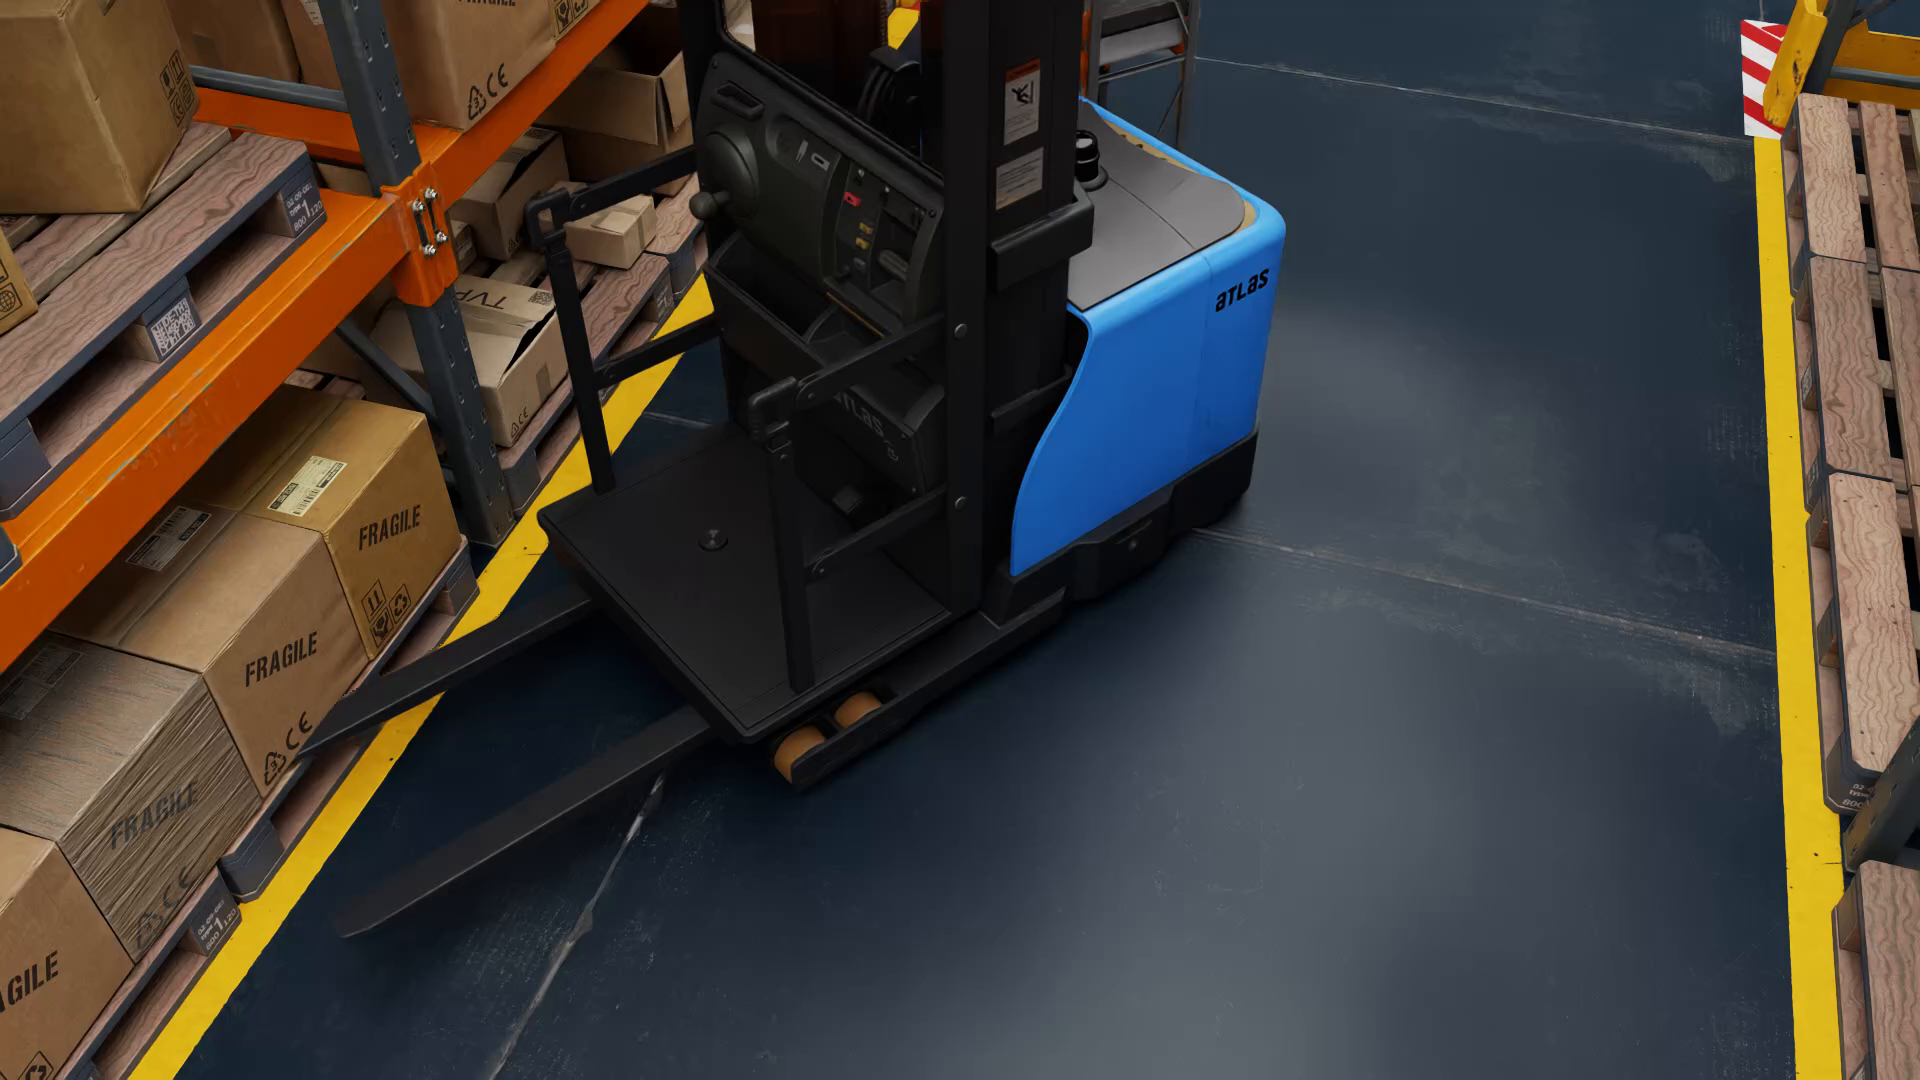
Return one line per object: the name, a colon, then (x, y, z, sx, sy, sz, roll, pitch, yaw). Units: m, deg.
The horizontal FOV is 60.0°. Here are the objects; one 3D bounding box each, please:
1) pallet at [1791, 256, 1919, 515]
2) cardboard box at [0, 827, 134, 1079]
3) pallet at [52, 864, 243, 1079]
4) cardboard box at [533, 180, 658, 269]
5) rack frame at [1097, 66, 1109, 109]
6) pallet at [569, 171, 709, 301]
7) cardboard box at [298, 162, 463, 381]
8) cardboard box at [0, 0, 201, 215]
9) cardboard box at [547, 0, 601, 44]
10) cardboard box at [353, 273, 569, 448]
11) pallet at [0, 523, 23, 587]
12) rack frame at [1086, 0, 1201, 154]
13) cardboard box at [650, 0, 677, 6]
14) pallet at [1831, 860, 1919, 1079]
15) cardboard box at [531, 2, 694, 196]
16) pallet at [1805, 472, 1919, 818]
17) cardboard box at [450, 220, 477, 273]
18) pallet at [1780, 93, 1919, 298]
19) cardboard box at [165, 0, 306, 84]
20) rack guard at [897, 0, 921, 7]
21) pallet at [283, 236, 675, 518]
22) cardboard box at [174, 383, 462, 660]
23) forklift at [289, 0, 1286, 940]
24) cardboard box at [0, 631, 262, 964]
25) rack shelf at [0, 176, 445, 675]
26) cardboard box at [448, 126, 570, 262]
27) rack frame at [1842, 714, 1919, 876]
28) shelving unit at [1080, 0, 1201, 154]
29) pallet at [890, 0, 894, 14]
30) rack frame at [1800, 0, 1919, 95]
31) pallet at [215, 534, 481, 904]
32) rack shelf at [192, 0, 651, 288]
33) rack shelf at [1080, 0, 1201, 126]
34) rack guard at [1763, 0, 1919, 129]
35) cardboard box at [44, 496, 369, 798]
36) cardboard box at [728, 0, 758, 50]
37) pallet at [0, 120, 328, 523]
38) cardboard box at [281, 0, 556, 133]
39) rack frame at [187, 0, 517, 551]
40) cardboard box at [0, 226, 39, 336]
pallet: (3.366, -0.451, 5.560, 1.003, 0.211, 1.213, 13, 46, 13)
cardboard box: (-2.245, 0.942, 3.615, 0.500, 0.500, 0.500, 11, 45, 11)
pallet: (-2.485, 1.178, 3.896, 1.003, 0.211, 1.213, 13, 46, 13)
cardboard box: (-1.322, -1.142, 5.984, 0.380, 0.166, 0.250, 13, 46, 13)
rack frame: (0.343, -1.791, 5.579, 0.400, 2.100, 0.015, -21, 48, -20)
pallet: (-1.331, -1.462, 6.593, 1.003, 0.211, 1.213, 13, 46, 13)
cardboard box: (-2.005, -0.889, 5.486, 0.500, 0.500, 0.500, 13, 46, 13)
cardboard box: (-2.264, -1.102, 3.860, 0.700, 0.500, 0.500, -1, 44, -1)
cardboard box: (-1.341, -1.845, 4.919, 0.500, 0.500, 0.500, 13, 46, 13)
cardboard box: (-1.574, -0.615, 5.342, 0.500, 0.311, 0.500, 13, 46, 13)
pallet: (-2.534, 0.253, 2.984, 1.003, 0.211, 1.213, 13, 46, 13)
rack frame: (0.575, -1.491, 5.273, 0.400, 2.100, 0.015, -21, 48, -20)
cardboard box: (-1.434, -2.057, 6.859, 0.500, 0.250, 0.500, 13, 46, 13)
pallet: (2.539, 1.369, 3.700, 1.003, 0.211, 1.213, 13, 46, 13)
cardboard box: (-1.343, -1.703, 6.316, 0.797, 0.503, 0.637, 13, 46, 13)
pallet: (2.998, 0.365, 4.726, 1.003, 0.211, 1.213, 13, 46, 13)
cardboard box: (-1.949, -1.026, 5.877, 0.380, 0.149, 0.250, 13, 46, 13)
pallet: (3.737, -1.262, 6.388, 1.003, 0.211, 1.213, 13, 46, 13)
cardboard box: (-2.000, -1.608, 4.677, 0.500, 0.500, 0.500, 13, 46, 13)
rack guard: (-0.719, -2.907, 7.863, 1.175, 0.500, 0.348, 13, 46, 13)
pallet: (-1.698, -0.646, 5.759, 1.003, 0.211, 1.213, 13, 46, 13)
cardboard box: (-1.784, -0.059, 4.639, 0.500, 0.500, 0.500, 12, 46, 12)
forklift: (-0.524, -0.792, 3.964, 3.031, 2.935, 1.130, -30, 52, -27)
cardboard box: (-2.094, 0.603, 3.962, 0.500, 0.500, 0.500, 13, 46, 13)
rack shelf: (-2.513, 0.405, 3.206, 1.077, 0.370, 4.000, 13, 46, 13)
cardboard box: (-1.778, -1.321, 6.063, 0.500, 0.311, 0.500, 13, 46, 13)
rack frame: (2.812, -0.133, 3.242, 1.000, 3.000, 0.127, 13, 46, 13)
shelving unit: (0.459, -1.641, 5.426, 0.431, 2.100, 0.503, -21, 48, -20)
pallet: (-0.960, -2.272, 7.421, 1.003, 0.211, 1.213, 13, 46, 13)
rack frame: (4.024, -2.800, 5.966, 1.000, 3.000, 0.127, 13, 46, 13)
pallet: (-2.118, 0.362, 4.729, 1.003, 0.211, 1.213, 13, 46, 13)
rack shelf: (-1.302, -2.261, 5.930, 1.077, 0.370, 4.000, 13, 46, 13)
rack shelf: (0.459, -1.632, 5.436, 0.431, 0.518, 0.480, -21, 48, -20)
rack guard: (4.019, -1.925, 6.860, 1.175, 0.500, 0.348, 13, 46, 13)
cardboard box: (-1.941, 0.268, 4.304, 0.500, 0.500, 0.500, 13, 46, 13)
cardboard box: (-0.942, -1.984, 6.785, 0.500, 0.250, 0.500, 13, 46, 13)
pallet: (-2.253, -0.607, 3.863, 1.003, 0.211, 1.213, 13, 46, 13)
cardboard box: (-1.493, -1.503, 4.570, 0.500, 0.500, 0.500, 14, 46, 14)
rack frame: (-1.907, -1.185, 4.316, 1.000, 3.000, 0.127, 13, 46, 13)
cardboard box: (-2.412, -0.631, 3.378, 0.700, 0.500, 0.500, 19, 48, 19)
